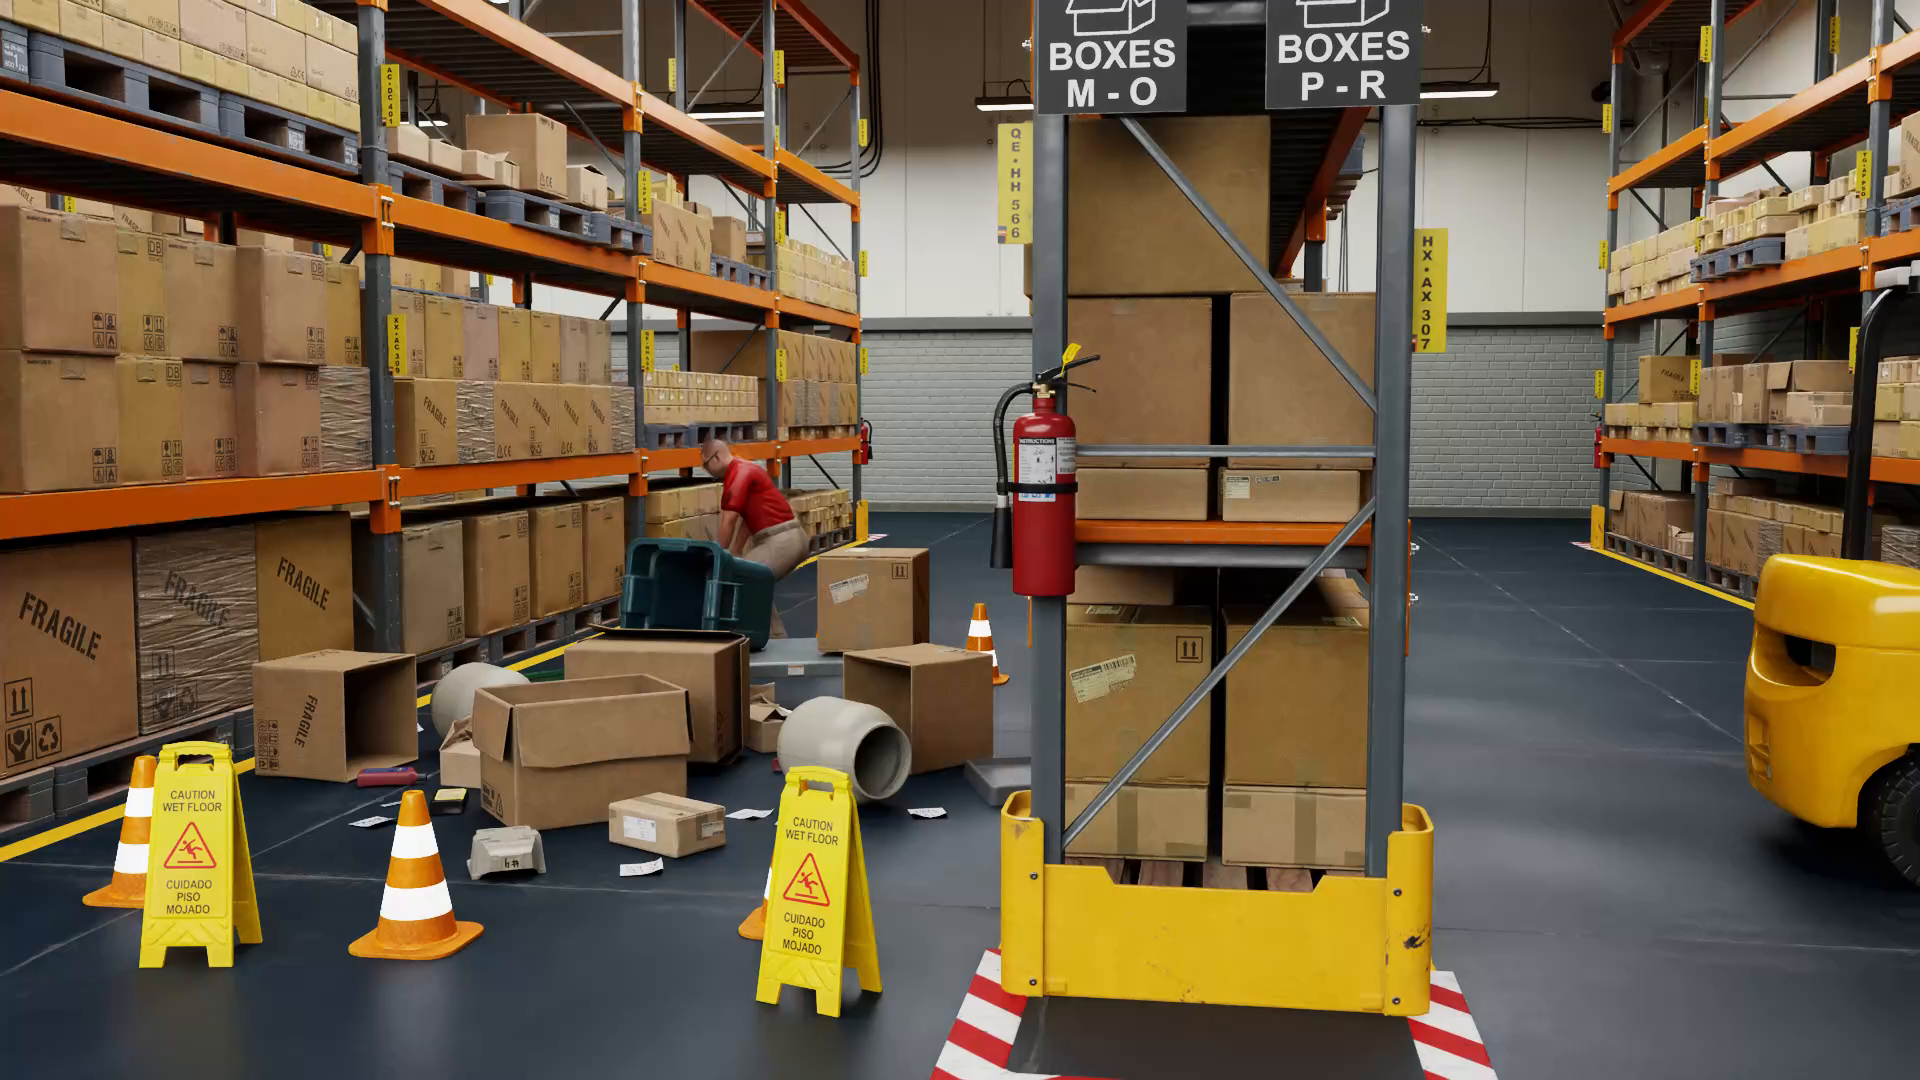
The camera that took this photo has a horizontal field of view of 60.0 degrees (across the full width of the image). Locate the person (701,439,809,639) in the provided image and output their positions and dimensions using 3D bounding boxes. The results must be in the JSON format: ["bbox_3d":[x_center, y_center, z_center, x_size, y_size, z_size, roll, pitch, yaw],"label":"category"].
[{"bbox_3d":[-1.354,0.062,10.886,0.687,1.438,0.589,1,4,9],"label":"person"}]
